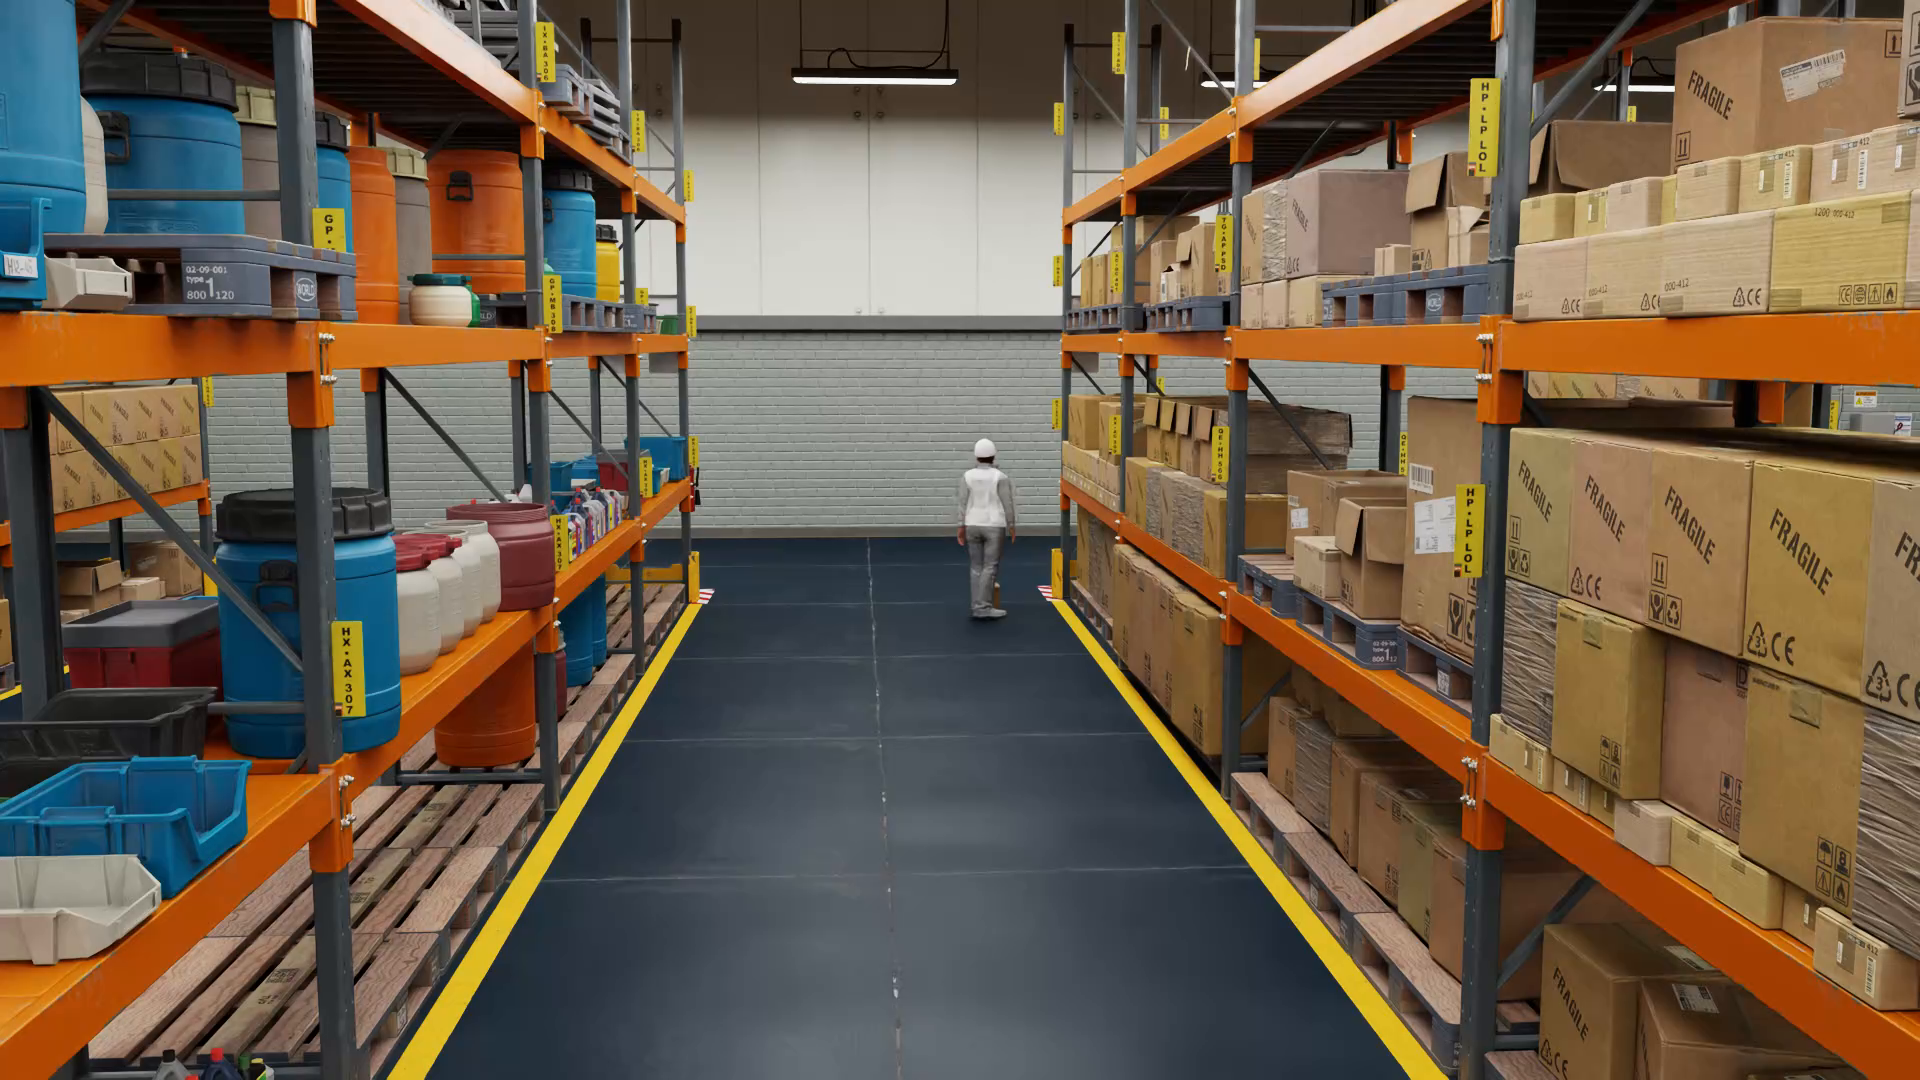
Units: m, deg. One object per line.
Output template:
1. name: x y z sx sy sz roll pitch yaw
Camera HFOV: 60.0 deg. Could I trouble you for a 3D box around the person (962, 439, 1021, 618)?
1. person: 0.318 -0.122 16.549 0.577 1.770 0.405 1 7 11
